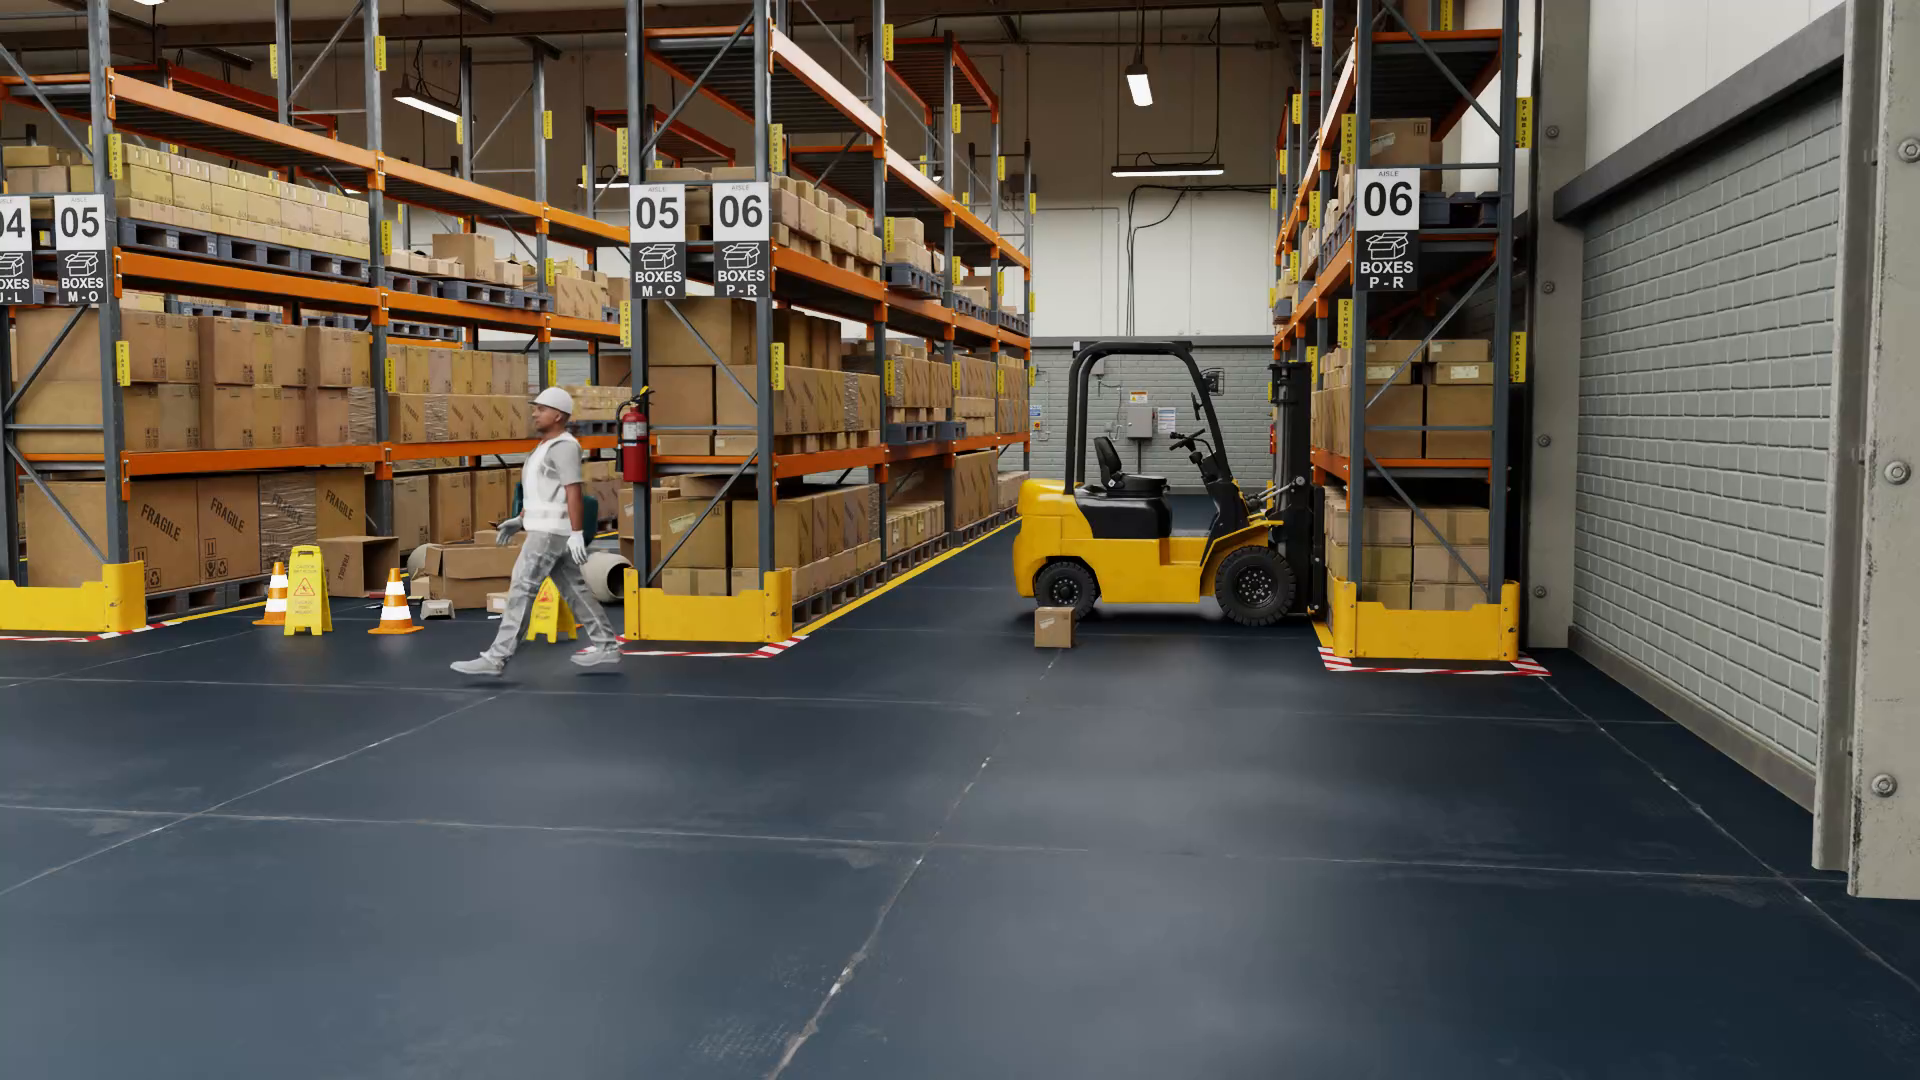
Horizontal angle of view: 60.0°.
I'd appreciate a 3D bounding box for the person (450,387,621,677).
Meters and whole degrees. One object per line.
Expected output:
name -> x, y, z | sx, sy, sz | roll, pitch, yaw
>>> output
person -> -2.581, -0.060, 10.090 | 1.017, 1.729, 0.557 | -1, 5, -18
